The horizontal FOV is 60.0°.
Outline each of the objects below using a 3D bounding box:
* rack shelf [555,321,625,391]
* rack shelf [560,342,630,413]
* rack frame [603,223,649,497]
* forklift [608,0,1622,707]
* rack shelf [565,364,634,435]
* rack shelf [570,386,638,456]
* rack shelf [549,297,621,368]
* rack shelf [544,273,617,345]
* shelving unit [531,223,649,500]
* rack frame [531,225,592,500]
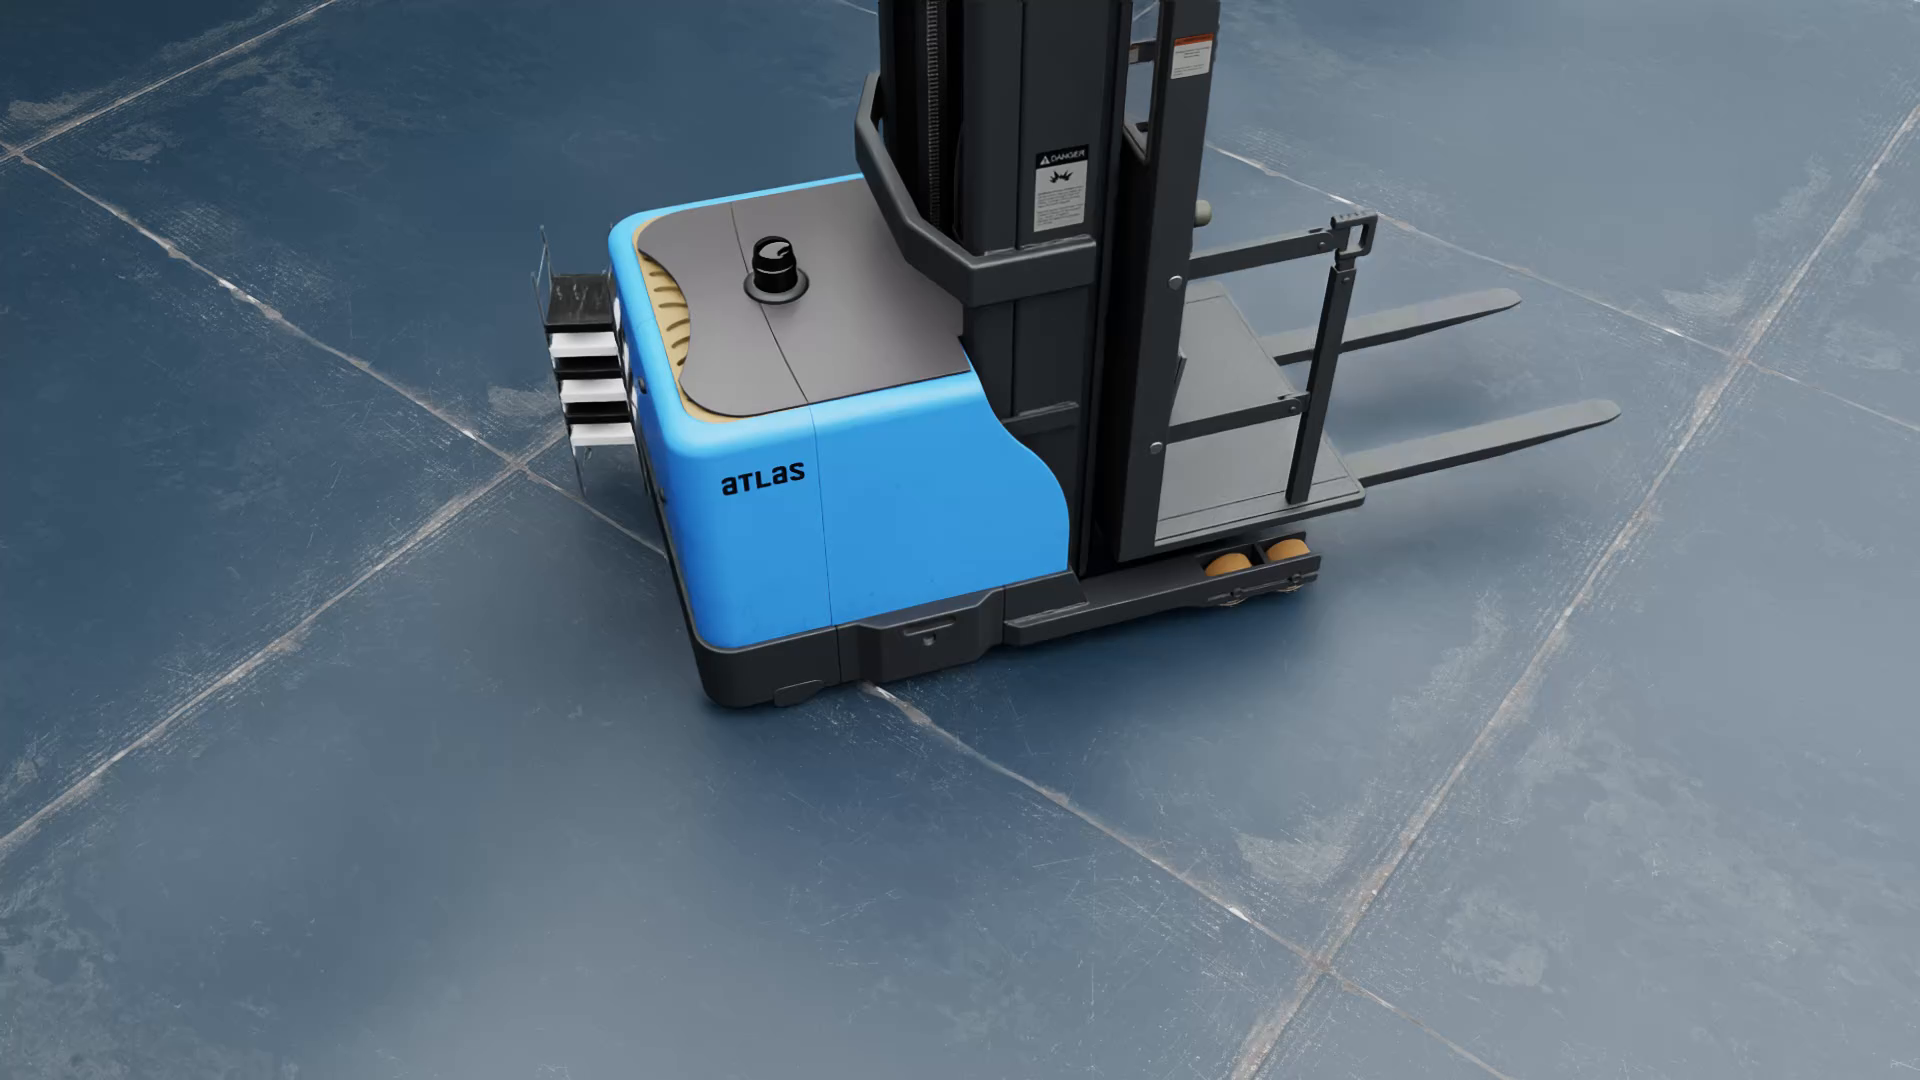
[{"bbox_3d":[-1.121,-0.571,5.095,0.200,0.077,0.258,-2,46,-2],"label":"rack shelf"},{"bbox_3d":[-1.121,-0.509,5.160,0.200,0.077,0.258,-2,46,-2],"label":"rack shelf"},{"bbox_3d":[-1.019,-0.535,5.139,0.006,0.900,0.240,-2,46,-2],"label":"rack frame"},{"bbox_3d":[0.581,-1.164,4.335,3.031,2.935,1.130,-13,48,-12],"label":"forklift"},{"bbox_3d":[-1.121,-0.446,5.225,0.200,0.077,0.258,-2,46,-2],"label":"rack shelf"},{"bbox_3d":[-1.121,-0.384,5.290,0.200,0.077,0.258,-2,46,-2],"label":"rack shelf"},{"bbox_3d":[-1.121,-0.633,5.029,0.200,0.077,0.258,-2,46,-2],"label":"rack shelf"},{"bbox_3d":[-1.121,-0.695,4.964,0.200,0.077,0.258,-2,46,-2],"label":"rack shelf"},{"bbox_3d":[-1.121,-0.532,5.135,0.210,0.900,0.258,-2,46,-2],"label":"shelving unit"},{"bbox_3d":[-1.222,-0.528,5.132,0.006,0.900,0.240,-2,46,-2],"label":"rack frame"}]
